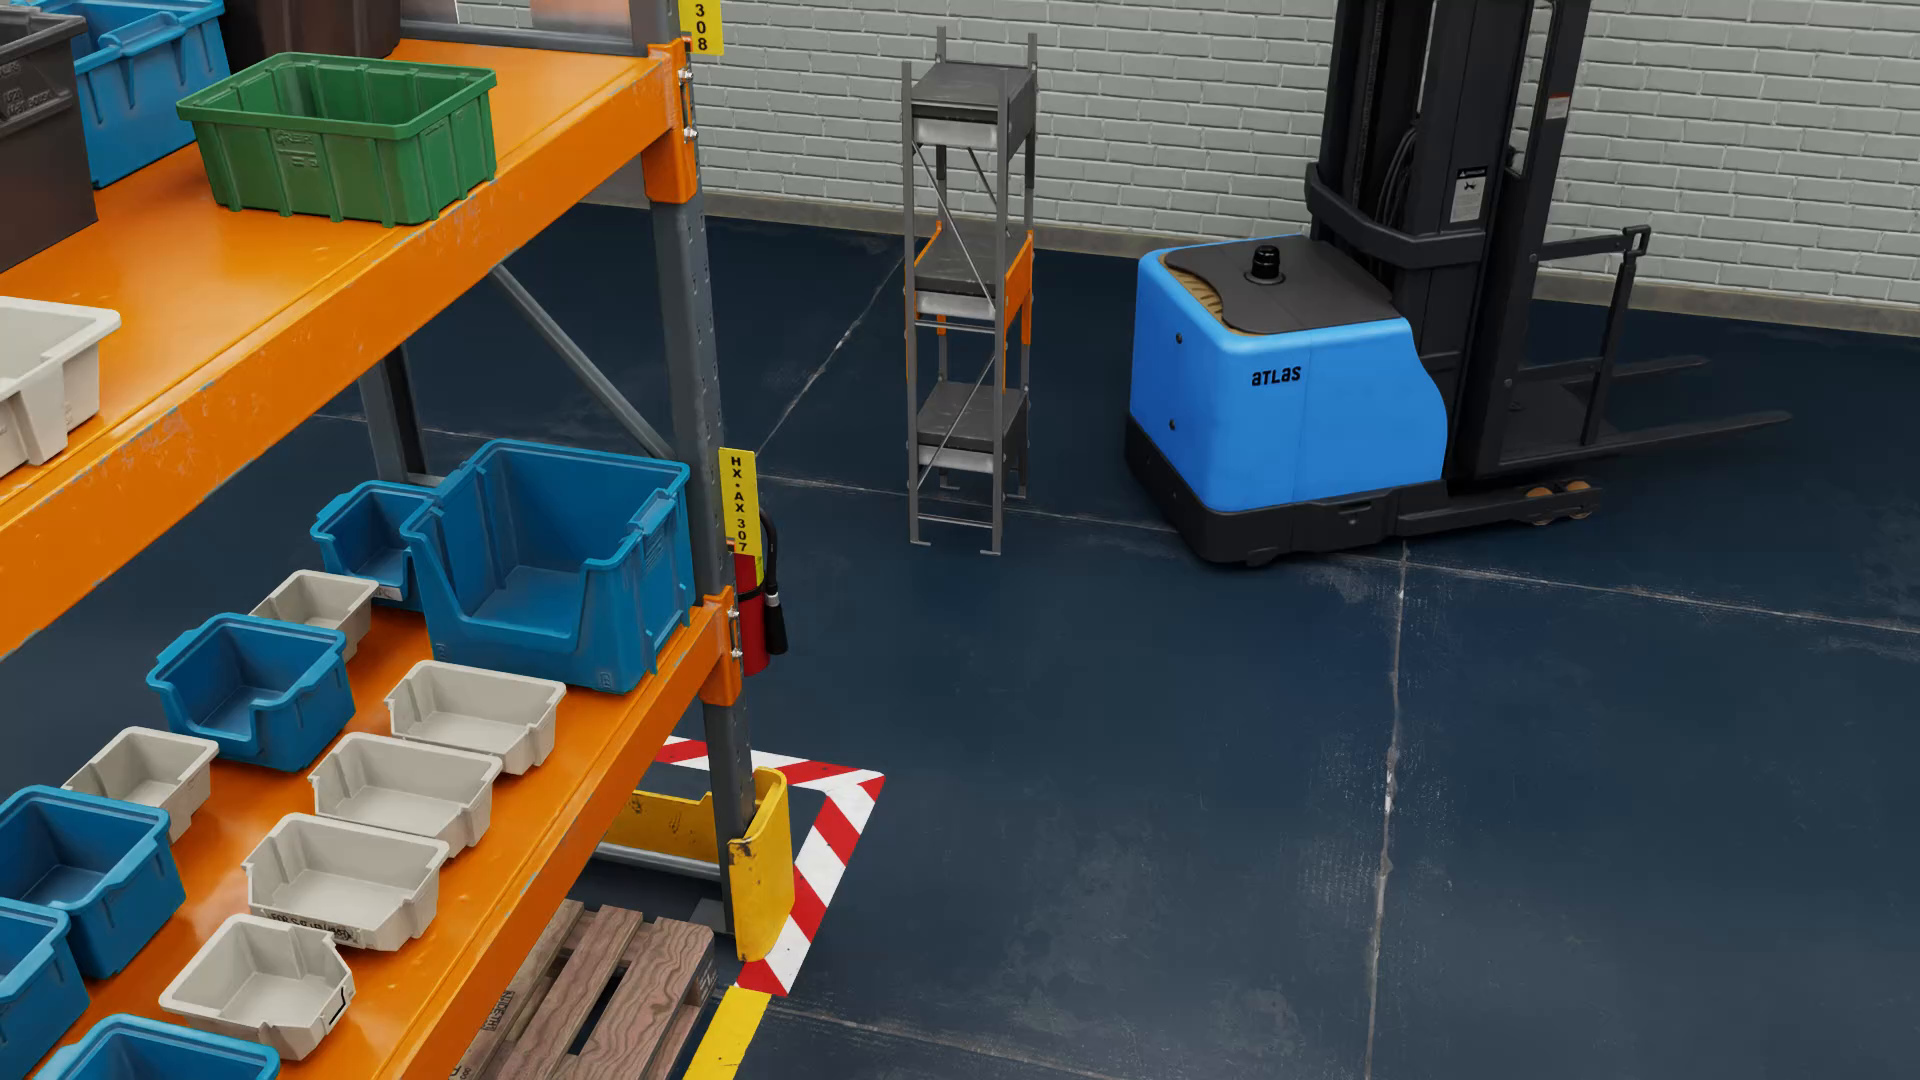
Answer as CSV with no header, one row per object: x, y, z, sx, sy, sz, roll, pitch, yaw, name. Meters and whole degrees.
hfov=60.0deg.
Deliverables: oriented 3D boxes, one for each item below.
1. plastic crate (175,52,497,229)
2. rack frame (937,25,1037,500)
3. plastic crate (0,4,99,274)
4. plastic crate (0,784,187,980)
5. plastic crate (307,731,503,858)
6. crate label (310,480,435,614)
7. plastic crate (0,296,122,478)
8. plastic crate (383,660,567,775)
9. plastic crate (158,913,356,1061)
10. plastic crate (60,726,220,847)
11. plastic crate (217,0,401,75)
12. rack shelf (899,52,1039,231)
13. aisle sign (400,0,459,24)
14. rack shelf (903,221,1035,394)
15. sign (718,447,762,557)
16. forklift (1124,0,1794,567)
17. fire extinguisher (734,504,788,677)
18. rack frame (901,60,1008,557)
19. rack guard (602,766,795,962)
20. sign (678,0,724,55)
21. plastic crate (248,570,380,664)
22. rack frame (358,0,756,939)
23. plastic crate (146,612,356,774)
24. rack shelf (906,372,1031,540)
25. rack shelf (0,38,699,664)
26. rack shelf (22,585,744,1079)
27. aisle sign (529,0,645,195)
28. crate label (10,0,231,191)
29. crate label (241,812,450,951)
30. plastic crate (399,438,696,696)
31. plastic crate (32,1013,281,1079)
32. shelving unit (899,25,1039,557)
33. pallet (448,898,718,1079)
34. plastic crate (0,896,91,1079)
-1.099,-0.723,2.993,0.450,0.188,0.336,8,33,12,plastic crate
0.104,-1.099,7.021,0.400,2.100,0.015,8,33,12,rack frame
-1.778,-0.582,2.631,0.504,0.338,0.767,8,33,12,plastic crate
-1.840,0.715,3.430,0.416,0.233,0.300,8,33,12,plastic crate
-1.244,0.585,3.724,0.396,0.136,0.243,8,33,12,plastic crate
-1.506,0.031,4.505,0.416,0.233,0.303,8,33,12,crate label
-1.409,-0.146,2.133,0.437,0.136,0.530,8,33,12,plastic crate
-1.157,0.437,3.957,0.396,0.136,0.243,8,33,12,plastic crate
-1.348,0.889,3.246,0.298,0.136,0.250,8,33,12,plastic crate
-1.839,0.579,3.733,0.250,0.136,0.298,8,33,12,plastic crate
-1.492,-1.146,3.583,0.497,0.269,0.590,8,33,12,plastic crate
0.042,-1.551,6.454,0.431,0.518,0.480,8,33,12,rack shelf
-1.394,-1.272,4.032,0.394,0.787,0.004,8,33,12,aisle sign
0.042,-0.961,6.829,0.431,0.518,0.480,8,33,12,rack shelf
-0.588,-0.100,4.459,0.100,0.325,0.005,8,33,12,sign
2.336,-1.564,6.978,3.031,2.935,1.130,-9,34,-14,forklift
-0.647,0.076,4.754,0.296,0.674,0.183,8,33,12,fire extinguisher
-0.020,-0.845,6.623,0.400,2.100,0.015,8,33,12,rack frame
-1.131,0.943,5.300,1.175,0.500,0.348,8,33,12,rack guard
-0.588,-1.252,3.726,0.100,0.325,0.005,8,33,12,sign
-1.667,0.227,4.287,0.250,0.136,0.298,8,33,12,plastic crate
-1.125,-0.097,4.607,1.000,3.000,0.127,8,33,12,rack frame
-1.673,0.373,3.967,0.416,0.233,0.300,8,33,12,plastic crate
0.042,-0.370,7.205,0.431,0.518,0.480,8,33,12,rack shelf
-1.632,-0.022,2.363,1.077,0.370,4.000,8,33,12,rack shelf
-1.632,1.244,3.167,1.077,0.370,4.000,8,33,12,rack shelf
-0.823,-1.192,3.906,0.394,0.787,0.004,8,33,12,aisle sign
-1.671,-0.866,3.158,0.408,0.251,0.502,8,33,12,crate label
-1.291,0.733,3.491,0.396,0.136,0.243,8,33,12,crate label
-1.029,0.062,4.268,0.616,0.435,0.499,8,33,12,plastic crate
-1.398,1.049,2.905,0.416,0.233,0.300,8,33,12,plastic crate
0.042,-0.972,6.822,0.431,2.100,0.503,8,33,12,shelving unit
-1.372,1.502,4.690,1.003,0.211,1.213,8,33,12,pallet
-1.916,0.870,3.185,0.416,0.233,0.300,8,33,12,plastic crate
